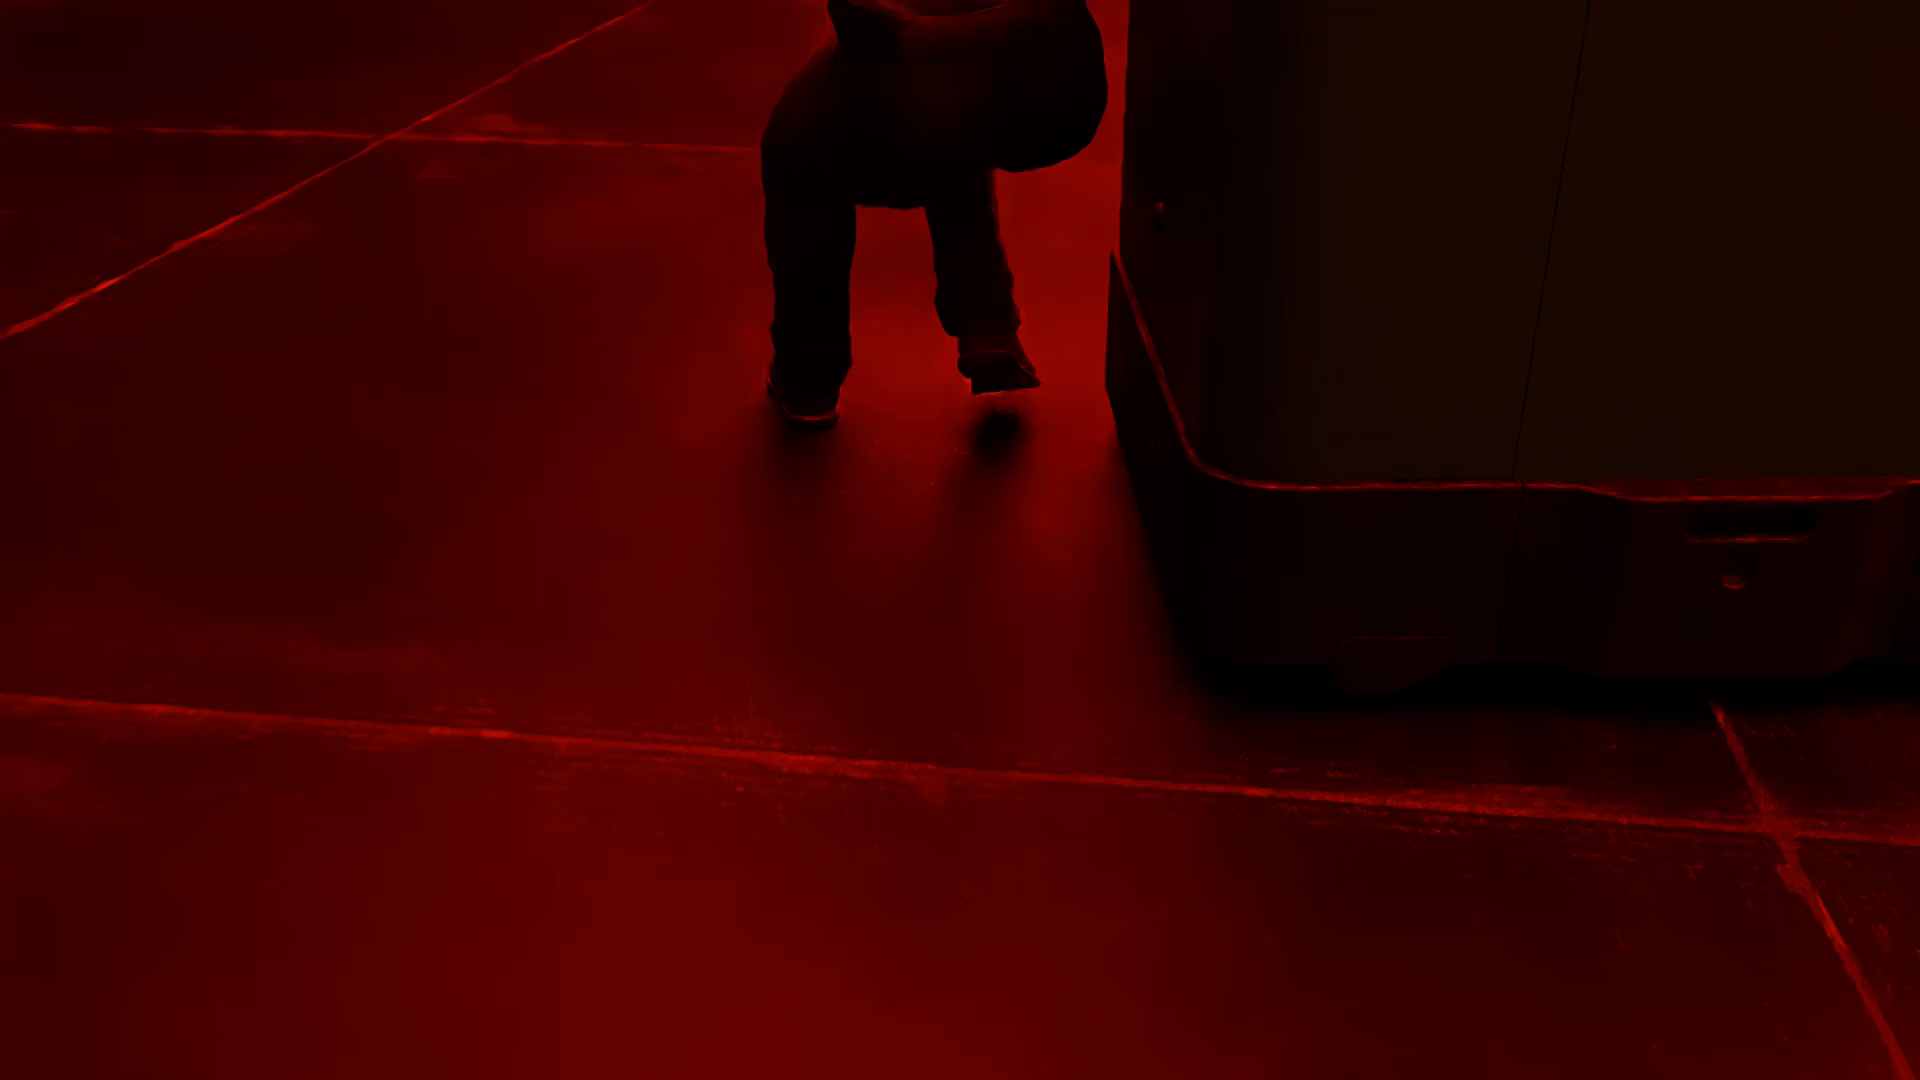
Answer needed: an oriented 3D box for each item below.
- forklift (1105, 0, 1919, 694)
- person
[{"bbox_3d":[1.776,-1.342,1.907,3.031,2.935,1.130,-1,27,-1],"label":"forklift"},{"bbox_3d":[-0.092,-0.811,2.521,1.009,1.419,0.788,-13,29,-24],"label":"person"}]
